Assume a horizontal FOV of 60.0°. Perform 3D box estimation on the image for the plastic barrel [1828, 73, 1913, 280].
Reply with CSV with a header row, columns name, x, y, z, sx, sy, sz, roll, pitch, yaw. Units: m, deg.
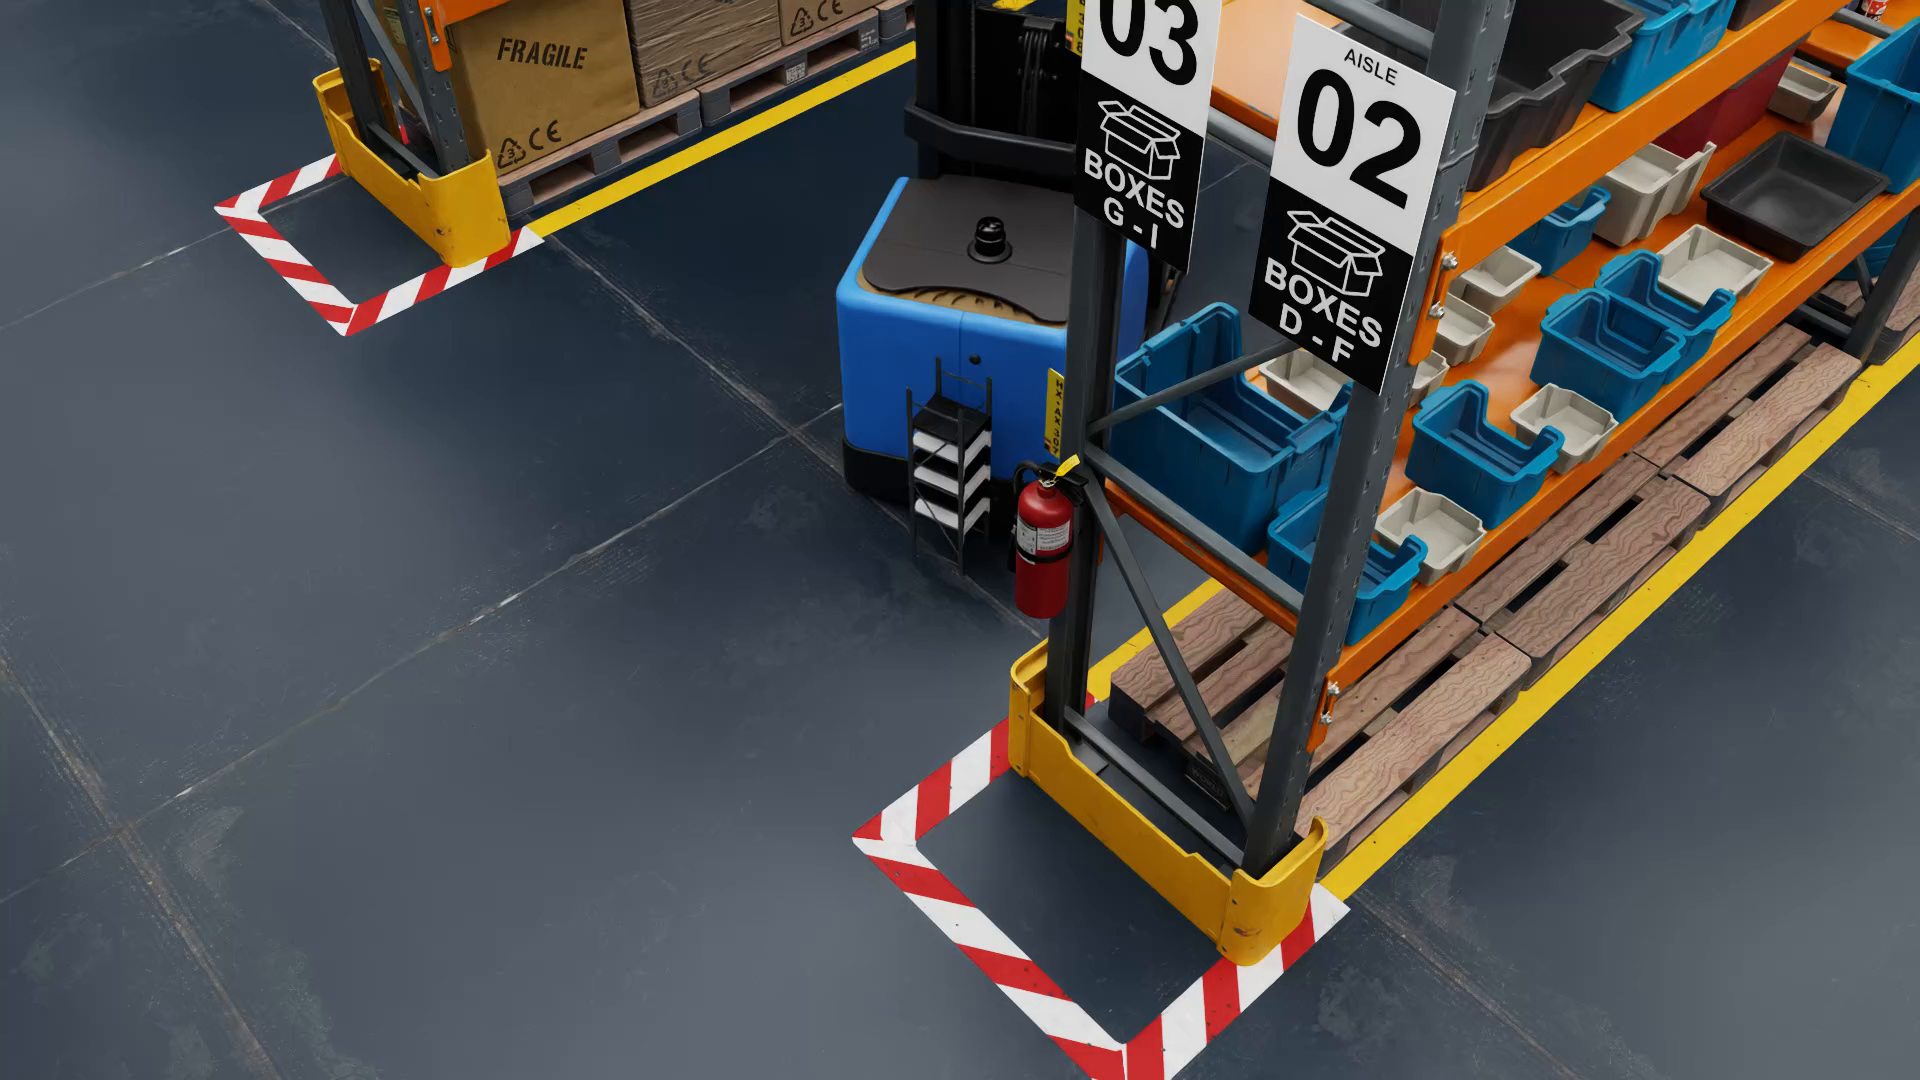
name,x,y,z,sx,sy,sz,roll,pitch,yaw
plastic barrel,4.048,-1.686,7.407,0.708,0.901,0.600,-34,56,-27

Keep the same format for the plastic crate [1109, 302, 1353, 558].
name,x,y,z,sx,sy,sz,roll,pitch,yaw
plastic crate,0.797,-0.318,4.937,0.499,0.435,0.616,-34,56,-27

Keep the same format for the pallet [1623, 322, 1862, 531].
name,x,y,z,sx,sy,sz,roll,pitch,yaw
pallet,3.116,-0.666,7.221,1.213,0.211,1.003,-34,56,-27

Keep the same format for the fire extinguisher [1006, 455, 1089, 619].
name,x,y,z,sx,sy,sz,roll,pitch,yaw
fire extinguisher,0.258,-0.038,5.050,0.183,0.674,0.296,-34,56,-27

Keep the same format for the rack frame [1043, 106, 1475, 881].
name,x,y,z,sx,sy,sz,roll,pitch,yaw
rack frame,0.675,-0.018,4.726,0.127,3.000,1.000,-34,56,-27

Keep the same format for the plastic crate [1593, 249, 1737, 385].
name,x,y,z,sx,sy,sz,roll,pitch,yaw
plastic crate,2.275,-0.724,5.450,0.300,0.233,0.416,-34,56,-27

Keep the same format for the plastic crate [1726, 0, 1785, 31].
name,x,y,z,sx,sy,sz,roll,pitch,yaw
plastic crate,1.990,-1.620,4.205,0.767,0.338,0.504,-34,56,-27

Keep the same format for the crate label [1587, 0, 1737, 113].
name,x,y,z,sx,sy,sz,roll,pitch,yaw
crate label,1.575,-1.265,3.937,0.502,0.251,0.408,-34,56,-27

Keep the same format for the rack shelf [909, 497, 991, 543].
name,x,y,z,sx,sy,sz,roll,pitch,yaw
rack shelf,-0.039,-0.121,6.540,0.258,0.077,0.200,24,52,20

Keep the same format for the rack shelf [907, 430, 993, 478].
name,x,y,z,sx,sy,sz,roll,pitch,yaw
rack shelf,-0.039,-0.365,6.275,0.258,0.077,0.200,24,52,20

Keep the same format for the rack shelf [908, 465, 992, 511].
name,x,y,z,sx,sy,sz,roll,pitch,yaw
rack shelf,-0.039,-0.243,6.407,0.258,0.077,0.200,24,52,20

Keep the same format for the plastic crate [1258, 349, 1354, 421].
name,x,y,z,sx,sy,sz,roll,pitch,yaw
plastic crate,1.156,-0.451,5.264,0.243,0.136,0.396,-34,56,-27

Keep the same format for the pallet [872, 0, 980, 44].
name,x,y,z,sx,sy,sz,roll,pitch,yaw
pallet,-0.313,-3.410,9.753,1.213,0.211,1.003,-34,56,-27

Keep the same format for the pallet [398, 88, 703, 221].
name,x,y,z,sx,sy,sz,roll,pitch,yaw
pallet,-2.118,-2.204,8.640,1.213,0.211,1.003,-34,56,-27

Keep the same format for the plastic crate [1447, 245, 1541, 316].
name,x,y,z,sx,sy,sz,roll,pitch,yaw
plastic crate,1.777,-0.894,5.672,0.250,0.136,0.298,-34,56,-27

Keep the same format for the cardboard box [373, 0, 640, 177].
name,x,y,z,sx,sy,sz,roll,pitch,yaw
cardboard box,-2.237,-2.493,8.170,0.875,0.875,0.875,-34,56,-27

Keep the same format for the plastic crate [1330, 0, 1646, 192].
name,x,y,z,sx,sy,sz,roll,pitch,yaw
plastic crate,1.147,-1.030,3.707,0.590,0.269,0.497,-34,56,-27

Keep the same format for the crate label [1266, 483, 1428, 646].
name,x,y,z,sx,sy,sz,roll,pitch,yaw
crate label,1.079,0.075,4.713,0.303,0.233,0.416,-34,56,-27

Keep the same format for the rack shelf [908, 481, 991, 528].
name,x,y,z,sx,sy,sz,roll,pitch,yaw
rack shelf,-0.039,-0.182,6.474,0.258,0.077,0.200,24,52,20

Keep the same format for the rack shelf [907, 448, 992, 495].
name,x,y,z,sx,sy,sz,roll,pitch,yaw
rack shelf,-0.039,-0.304,6.341,0.258,0.077,0.200,24,52,20

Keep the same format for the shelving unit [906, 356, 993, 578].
name,x,y,z,sx,sy,sz,roll,pitch,yaw
shelving unit,-0.039,-0.266,6.383,0.258,0.900,0.210,24,52,20

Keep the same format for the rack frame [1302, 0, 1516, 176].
name,x,y,z,sx,sy,sz,roll,pitch,yaw
rack frame,0.675,-2.053,2.521,0.127,3.000,1.000,-34,56,-27

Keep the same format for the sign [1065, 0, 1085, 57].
name,x,y,z,sx,sy,sz,roll,pitch,yaw
sign,0.293,-1.291,3.930,0.005,0.325,0.100,-34,56,-27

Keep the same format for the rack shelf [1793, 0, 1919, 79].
name,x,y,z,sx,sy,sz,roll,pitch,yaw
rack shelf,5.114,-2.741,7.727,4.000,0.370,1.077,-34,56,-27

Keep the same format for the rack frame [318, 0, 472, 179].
name,x,y,z,sx,sy,sz,roll,pitch,yaw
rack frame,-2.657,-2.711,7.211,0.127,3.000,1.000,-34,56,-27

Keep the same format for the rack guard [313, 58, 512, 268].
name,x,y,z,sx,sy,sz,roll,pitch,yaw
rack guard,-2.675,-1.852,8.119,0.348,0.500,1.175,-34,56,-27

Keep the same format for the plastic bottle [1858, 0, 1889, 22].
name,x,y,z,sx,sy,sz,roll,pitch,yaw
plastic bottle,3.806,-2.241,6.912,0.097,0.201,0.097,0,47,0

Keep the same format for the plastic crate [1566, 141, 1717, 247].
name,x,y,z,sx,sy,sz,roll,pitch,yaw
plastic crate,2.381,-1.321,5.968,0.530,0.282,0.437,-34,56,-27

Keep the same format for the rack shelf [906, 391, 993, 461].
name,x,y,z,sx,sy,sz,roll,pitch,yaw
rack shelf,-0.039,-0.426,6.209,0.258,0.077,0.200,24,52,20

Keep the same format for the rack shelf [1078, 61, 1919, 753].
name,x,y,z,sx,sy,sz,roll,pitch,yaw
rack shelf,2.155,-0.763,5.903,4.000,0.370,1.077,-34,56,-27

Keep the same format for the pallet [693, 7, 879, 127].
name,x,y,z,sx,sy,sz,roll,pitch,yaw
pallet,-1.216,-2.804,9.193,1.213,0.211,1.003,-34,56,-27

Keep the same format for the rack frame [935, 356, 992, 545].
name,x,y,z,sx,sy,sz,roll,pitch,yaw
rack frame,0.013,-0.330,6.442,0.240,0.900,0.006,24,52,20

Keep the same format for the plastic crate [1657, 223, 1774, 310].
name,x,y,z,sx,sy,sz,roll,pitch,yaw
plastic crate,2.548,-0.902,5.680,0.466,0.136,0.293,-34,56,-27

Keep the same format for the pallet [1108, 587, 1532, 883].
name,x,y,z,sx,sy,sz,roll,pitch,yaw
pallet,1.311,0.541,6.107,1.213,0.211,1.003,-34,56,-27

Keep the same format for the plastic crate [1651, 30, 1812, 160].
name,x,y,z,sx,sy,sz,roll,pitch,yaw
plastic crate,2.805,-1.733,6.224,0.583,0.464,0.402,-34,56,-27

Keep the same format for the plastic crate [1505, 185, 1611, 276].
name,x,y,z,sx,sy,sz,roll,pitch,yaw
plastic crate,2.022,-1.137,5.831,0.300,0.233,0.416,-34,56,-27

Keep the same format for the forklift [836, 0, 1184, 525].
name,x,y,z,sx,sy,sz,roll,pitch,yaw
forklift,0.435,-2.118,6.710,1.130,2.935,3.031,12,49,11

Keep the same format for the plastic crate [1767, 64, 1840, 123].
name,x,y,z,sx,sy,sz,roll,pitch,yaw
plastic crate,3.194,-1.774,6.485,0.243,0.136,0.396,-34,56,-27

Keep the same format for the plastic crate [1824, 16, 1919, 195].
name,x,y,z,sx,sy,sz,roll,pitch,yaw
plastic crate,3.518,-1.595,6.150,0.575,0.384,0.392,-34,56,-27

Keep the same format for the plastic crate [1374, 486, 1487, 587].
name,x,y,z,sx,sy,sz,roll,pitch,yaw
plastic crate,1.372,-0.006,4.853,0.298,0.136,0.250,-34,56,-27

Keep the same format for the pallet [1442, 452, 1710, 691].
name,x,y,z,sx,sy,sz,roll,pitch,yaw
pallet,2.213,-0.059,6.661,1.213,0.211,1.003,-34,56,-27

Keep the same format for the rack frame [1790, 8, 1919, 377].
name,x,y,z,sx,sy,sz,roll,pitch,yaw
rack frame,3.634,-1.996,6.551,0.127,3.000,1.000,-34,56,-27

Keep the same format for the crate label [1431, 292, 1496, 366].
name,x,y,z,sx,sy,sz,roll,pitch,yaw
crate label,1.570,-0.737,5.528,0.243,0.136,0.396,-34,56,-27

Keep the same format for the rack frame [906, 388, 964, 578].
name,x,y,z,sx,sy,sz,roll,pitch,yaw
rack frame,-0.091,-0.202,6.324,0.240,0.900,0.006,24,52,20

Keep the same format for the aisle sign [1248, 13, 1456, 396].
name,x,y,z,sx,sy,sz,roll,pitch,yaw
aisle sign,0.821,-0.703,3.589,0.004,0.787,0.394,-34,56,-27

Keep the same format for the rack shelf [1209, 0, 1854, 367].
name,x,y,z,sx,sy,sz,roll,pitch,yaw
rack shelf,2.155,-1.780,4.800,4.000,0.370,1.077,-34,56,-27

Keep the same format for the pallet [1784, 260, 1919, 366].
name,x,y,z,sx,sy,sz,roll,pitch,yaw
pallet,4.233,-1.409,7.907,1.213,0.211,1.003,-34,56,-27

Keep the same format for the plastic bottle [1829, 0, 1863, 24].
name,x,y,z,sx,sy,sz,roll,pitch,yaw
plastic bottle,3.709,-2.324,6.938,0.135,0.276,0.152,-34,56,-27

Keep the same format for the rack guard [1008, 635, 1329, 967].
name,x,y,z,sx,sy,sz,roll,pitch,yaw
rack guard,0.666,0.848,5.627,0.348,0.500,1.175,-34,56,-27

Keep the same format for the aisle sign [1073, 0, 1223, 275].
name,x,y,z,sx,sy,sz,roll,pitch,yaw
aisle sign,0.425,-1.023,3.885,0.004,0.787,0.394,-34,56,-27

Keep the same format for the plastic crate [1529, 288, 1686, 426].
name,x,y,z,sx,sy,sz,roll,pitch,yaw
plastic crate,2.053,-0.576,5.313,0.300,0.233,0.416,-34,56,-27

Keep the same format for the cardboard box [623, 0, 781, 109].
name,x,y,z,sx,sy,sz,roll,pitch,yaw
cardboard box,-1.564,-2.943,8.585,0.875,0.875,0.875,-34,56,-27

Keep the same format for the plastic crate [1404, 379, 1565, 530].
name,x,y,z,sx,sy,sz,roll,pitch,yaw
plastic crate,1.566,-0.250,5.013,0.300,0.233,0.416,-34,56,-27

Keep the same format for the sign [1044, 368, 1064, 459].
name,x,y,z,sx,sy,sz,roll,pitch,yaw
sign,0.293,-0.365,4.934,0.005,0.325,0.100,-34,56,-27

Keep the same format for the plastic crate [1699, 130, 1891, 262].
name,x,y,z,sx,sy,sz,roll,pitch,yaw
plastic crate,2.987,-1.223,5.984,0.590,0.125,0.437,-34,56,-27

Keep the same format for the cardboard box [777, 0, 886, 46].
name,x,y,z,sx,sy,sz,roll,pitch,yaw
cardboard box,-0.906,-3.383,8.991,0.875,0.875,0.875,-34,56,-27

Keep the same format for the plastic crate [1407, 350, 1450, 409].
name,x,y,z,sx,sy,sz,roll,pitch,yaw
plastic crate,1.381,-0.586,5.388,0.243,0.136,0.396,-34,56,-27

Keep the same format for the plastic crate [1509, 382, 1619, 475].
name,x,y,z,sx,sy,sz,roll,pitch,yaw
plastic crate,1.874,-0.341,5.162,0.298,0.136,0.250,-34,56,-27

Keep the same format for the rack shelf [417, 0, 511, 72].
name,x,y,z,sx,sy,sz,roll,pitch,yaw
rack shelf,-1.177,-3.456,8.388,4.000,0.370,1.077,-34,56,-27
